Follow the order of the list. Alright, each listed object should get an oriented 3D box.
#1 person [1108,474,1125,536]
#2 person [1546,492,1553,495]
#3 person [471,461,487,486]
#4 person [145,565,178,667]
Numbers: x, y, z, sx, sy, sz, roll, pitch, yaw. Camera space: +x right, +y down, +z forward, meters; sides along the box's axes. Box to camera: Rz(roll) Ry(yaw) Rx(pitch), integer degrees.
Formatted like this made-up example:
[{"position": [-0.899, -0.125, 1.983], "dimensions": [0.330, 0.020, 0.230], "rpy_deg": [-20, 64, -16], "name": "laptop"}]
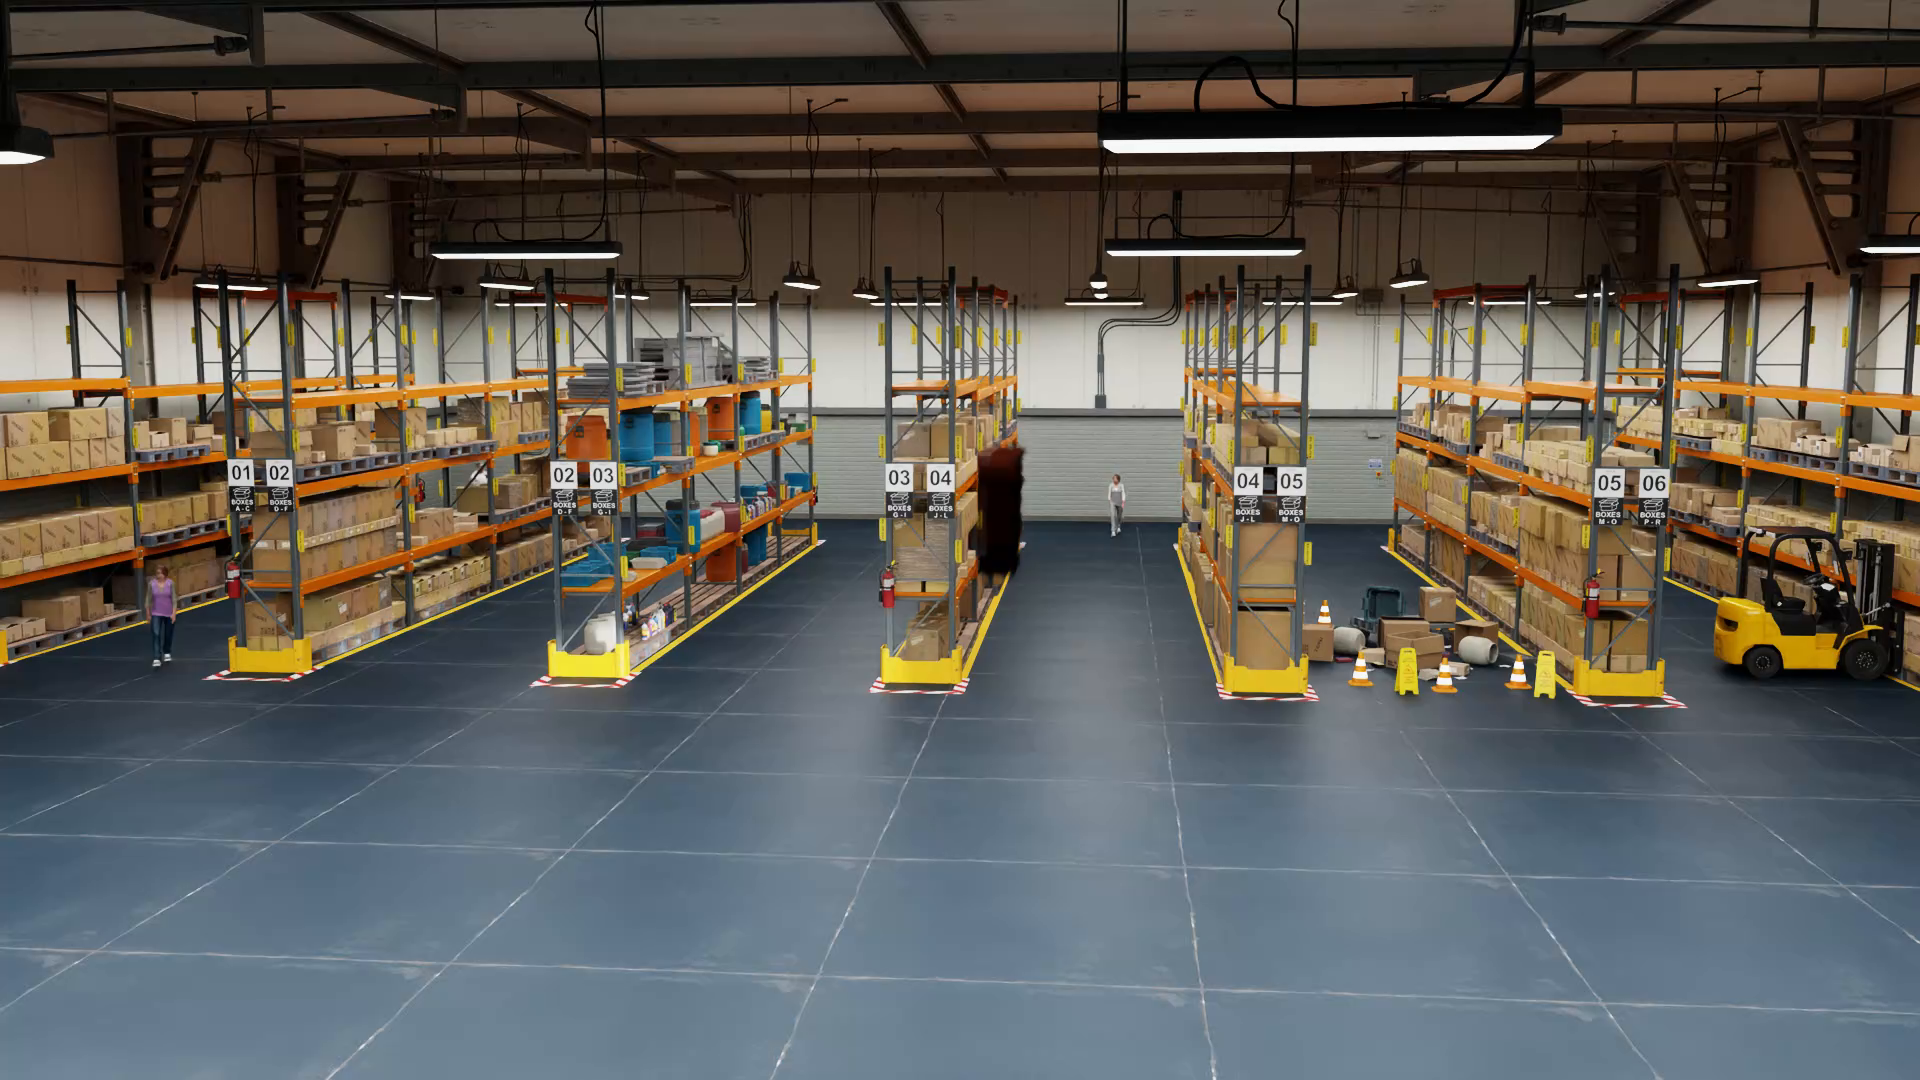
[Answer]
[{"position": [3.967, -0.901, 42.122], "dimensions": [0.421, 1.540, 0.972], "rpy_deg": [0, 7, 4], "name": "person"}, {"position": [14.222, -0.717, 40.181], "dimensions": [0.605, 1.658, 0.462], "rpy_deg": [0, 7, 1], "name": "person"}, {"position": [-12.838, -1.267, 44.508], "dimensions": [0.903, 1.712, 0.540], "rpy_deg": [6, 9, 41], "name": "person"}, {"position": [-12.159, 1.142, 25.343], "dimensions": [0.441, 1.540, 0.979], "rpy_deg": [-4, 8, -31], "name": "person"}]
